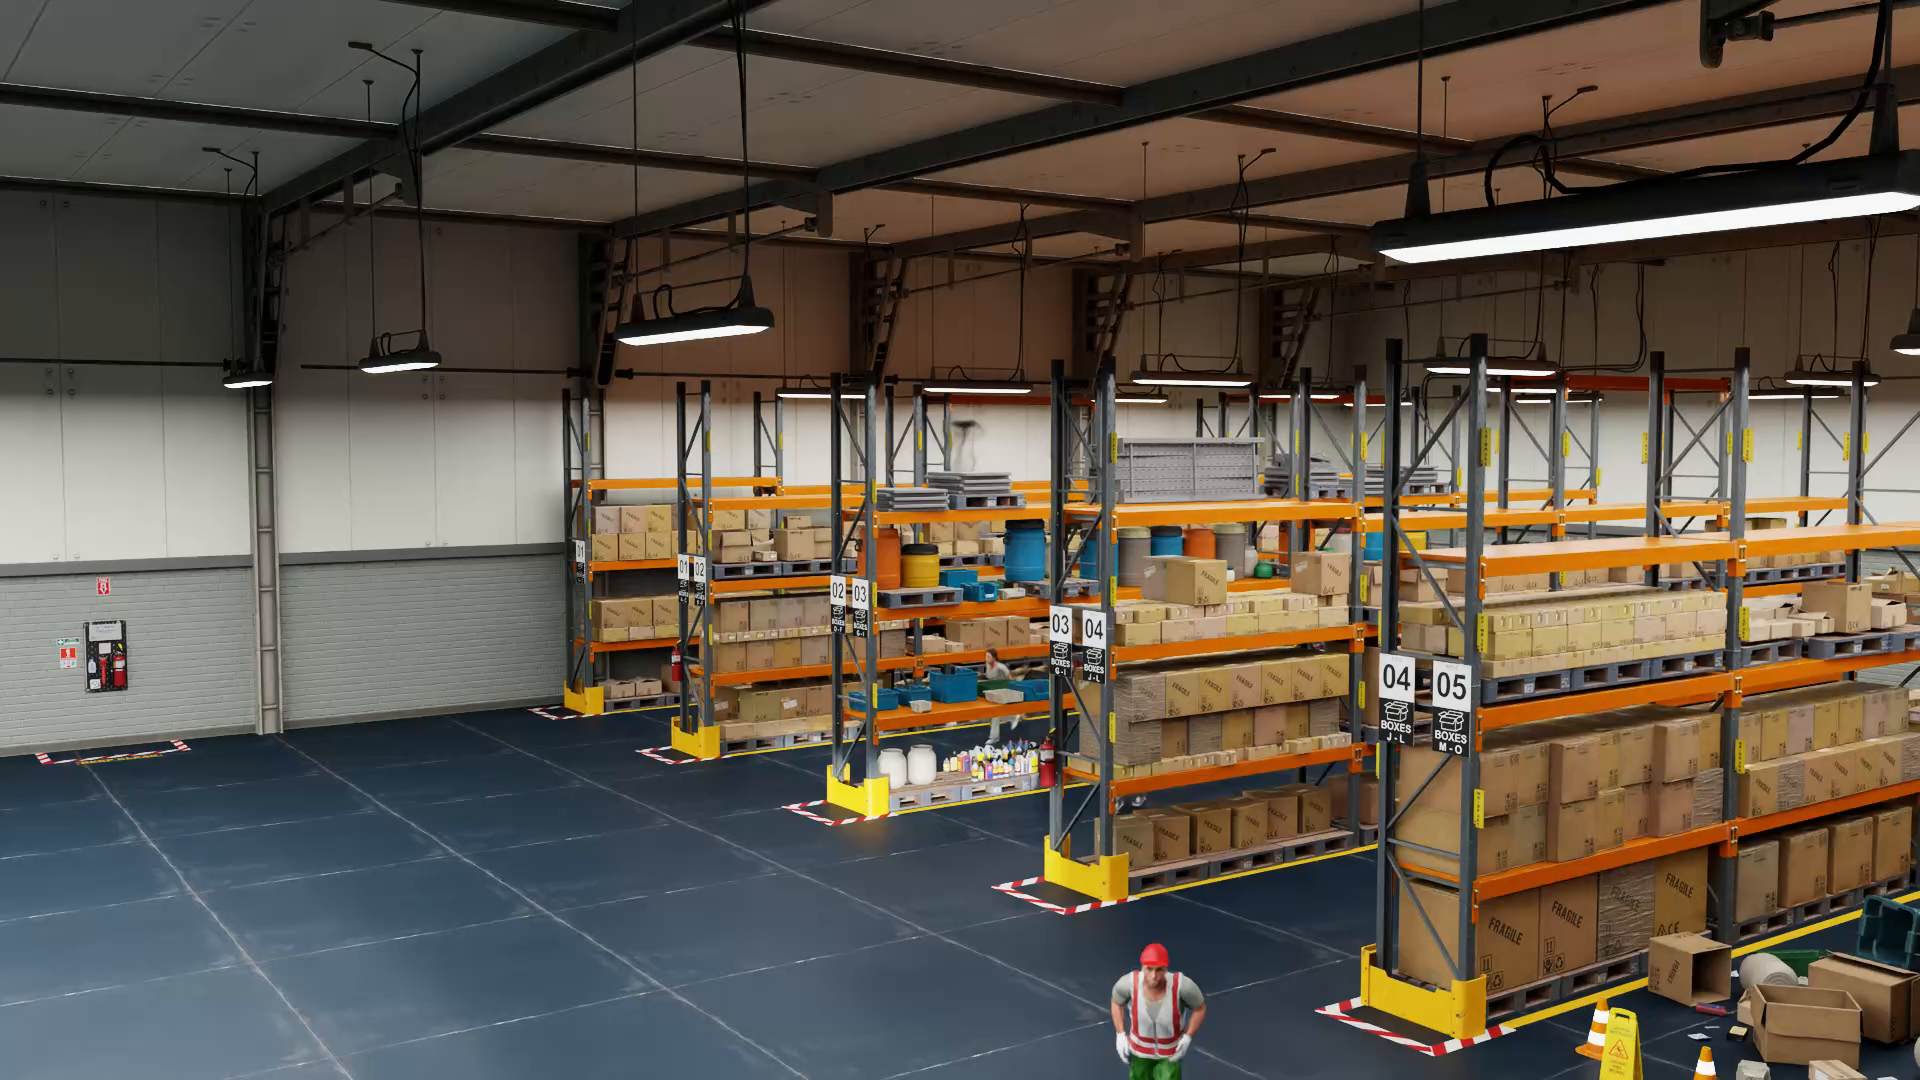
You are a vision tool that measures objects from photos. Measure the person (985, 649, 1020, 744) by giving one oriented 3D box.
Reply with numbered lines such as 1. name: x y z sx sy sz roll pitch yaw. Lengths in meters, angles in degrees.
1. person: 0.722 2.603 27.832 0.560 1.612 0.806 3 5 42

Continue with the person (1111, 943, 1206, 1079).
1. person: 1.385 3.583 11.629 0.659 1.721 0.920 0 4 7

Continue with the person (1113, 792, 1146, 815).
1. person: 2.316 2.913 22.648 0.519 1.642 0.707 3 5 43
